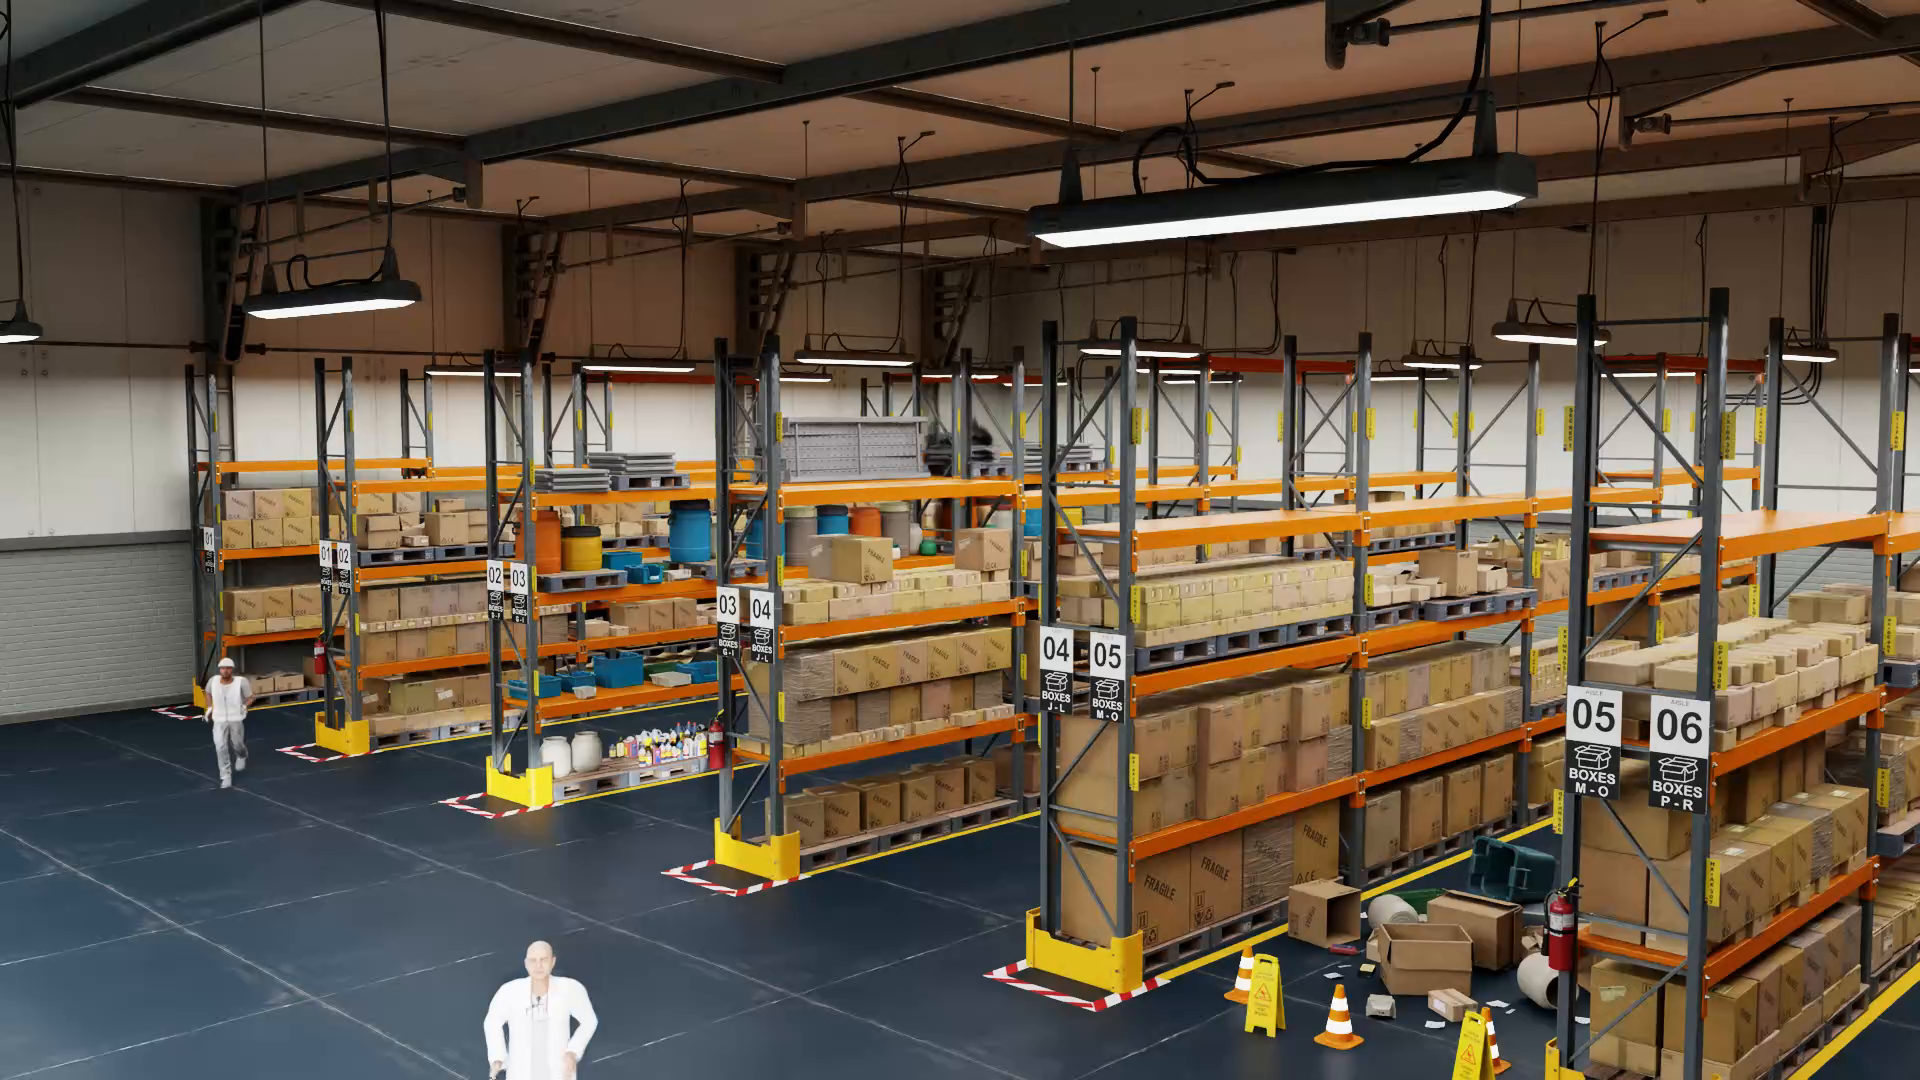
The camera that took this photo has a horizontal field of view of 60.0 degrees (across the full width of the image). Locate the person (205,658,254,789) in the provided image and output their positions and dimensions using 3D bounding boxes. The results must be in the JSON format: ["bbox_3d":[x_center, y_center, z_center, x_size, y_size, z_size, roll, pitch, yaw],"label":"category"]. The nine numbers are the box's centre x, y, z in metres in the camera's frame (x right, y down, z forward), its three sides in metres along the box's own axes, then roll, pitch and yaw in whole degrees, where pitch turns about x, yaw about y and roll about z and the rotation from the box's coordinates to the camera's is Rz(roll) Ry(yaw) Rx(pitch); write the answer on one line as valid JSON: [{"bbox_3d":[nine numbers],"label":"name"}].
[{"bbox_3d":[-10.201,2.508,23.228,0.657,1.772,0.945,-1,5,-15],"label":"person"}]

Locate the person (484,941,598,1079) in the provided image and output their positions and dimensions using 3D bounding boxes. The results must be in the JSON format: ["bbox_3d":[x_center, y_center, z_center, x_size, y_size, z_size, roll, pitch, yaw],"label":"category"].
[{"bbox_3d":[-2.734,3.470,10.864,0.724,1.727,0.643,-1,4,-12],"label":"person"}]
